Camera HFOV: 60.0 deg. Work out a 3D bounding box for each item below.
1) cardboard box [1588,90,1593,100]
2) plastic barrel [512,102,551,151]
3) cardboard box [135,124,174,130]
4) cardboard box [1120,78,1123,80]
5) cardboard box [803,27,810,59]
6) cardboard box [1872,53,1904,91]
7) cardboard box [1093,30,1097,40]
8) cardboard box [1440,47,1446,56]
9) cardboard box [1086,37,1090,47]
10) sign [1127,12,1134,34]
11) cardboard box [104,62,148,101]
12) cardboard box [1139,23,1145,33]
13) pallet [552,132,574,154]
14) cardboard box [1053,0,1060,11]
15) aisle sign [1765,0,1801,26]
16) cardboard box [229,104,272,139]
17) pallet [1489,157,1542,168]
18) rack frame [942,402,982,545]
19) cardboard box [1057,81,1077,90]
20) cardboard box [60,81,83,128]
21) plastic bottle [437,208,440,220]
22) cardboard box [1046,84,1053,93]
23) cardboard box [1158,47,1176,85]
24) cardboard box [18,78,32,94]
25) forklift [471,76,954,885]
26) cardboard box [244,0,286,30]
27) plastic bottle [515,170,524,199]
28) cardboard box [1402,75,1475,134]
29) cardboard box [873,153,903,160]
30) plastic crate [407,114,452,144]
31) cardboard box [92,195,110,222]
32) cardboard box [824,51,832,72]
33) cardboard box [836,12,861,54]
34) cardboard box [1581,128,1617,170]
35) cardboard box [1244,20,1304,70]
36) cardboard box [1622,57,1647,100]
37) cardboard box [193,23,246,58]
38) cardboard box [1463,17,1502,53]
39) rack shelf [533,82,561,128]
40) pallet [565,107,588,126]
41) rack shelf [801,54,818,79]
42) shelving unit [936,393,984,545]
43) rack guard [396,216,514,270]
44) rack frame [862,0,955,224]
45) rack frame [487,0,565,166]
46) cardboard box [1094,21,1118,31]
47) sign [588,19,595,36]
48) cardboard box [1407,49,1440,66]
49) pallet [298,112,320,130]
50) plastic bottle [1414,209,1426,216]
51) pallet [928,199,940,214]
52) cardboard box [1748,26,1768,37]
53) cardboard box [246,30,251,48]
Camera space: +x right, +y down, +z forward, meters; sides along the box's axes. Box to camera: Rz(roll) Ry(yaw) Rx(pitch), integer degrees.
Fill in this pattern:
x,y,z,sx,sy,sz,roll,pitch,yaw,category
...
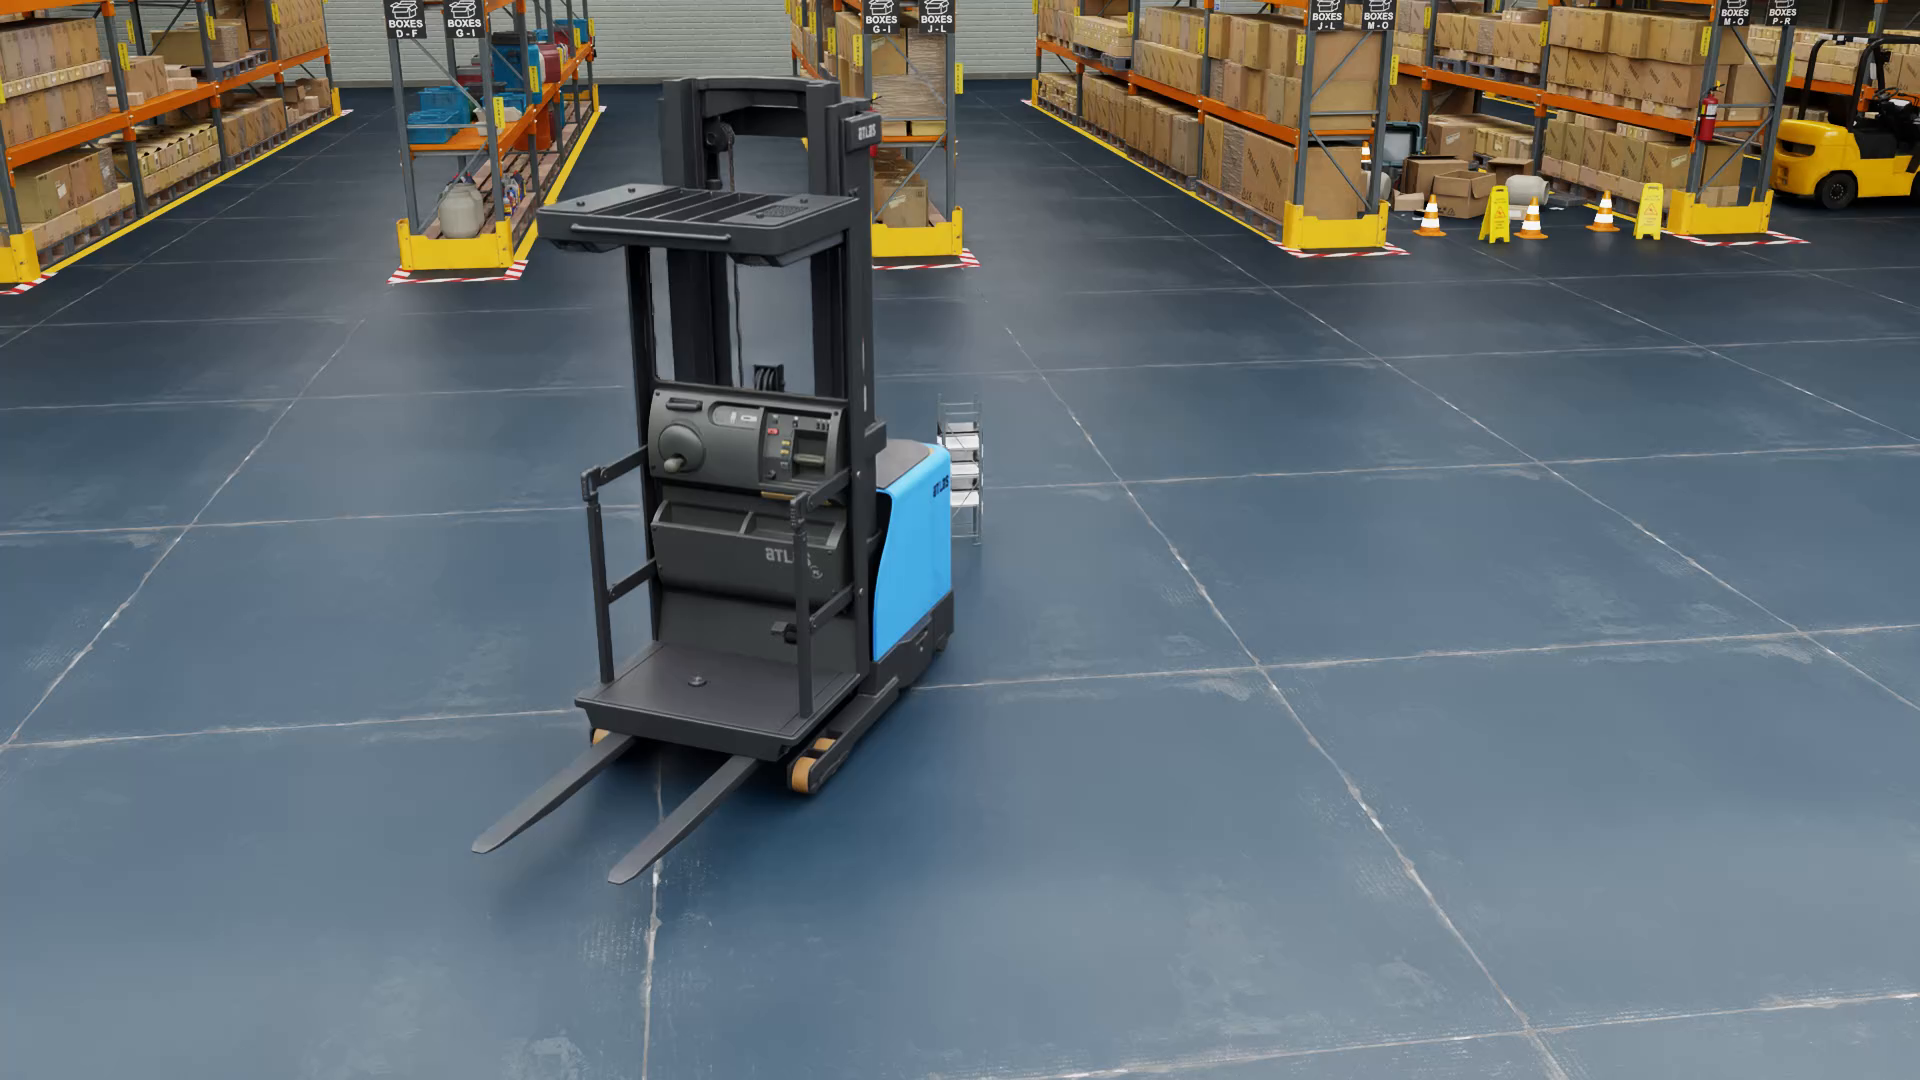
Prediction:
x,y,z,sx,sy,sz,roll,pitch,yaw,category
8.628,-5.937,22.183,0.380,0.149,0.250,-3,21,-8,cardboard box
-6.699,-6.517,25.879,0.600,0.830,0.708,-3,21,-8,plastic barrel
-11.729,-5.895,24.240,0.500,0.311,0.500,-2,21,-6,cardboard box
3.054,-7.971,29.172,0.500,0.250,0.500,-2,21,-5,cardboard box
-2.468,-8.678,29.021,0.500,0.500,0.500,-3,21,-8,cardboard box
13.390,-6.665,23.630,0.500,0.500,0.500,-3,21,-9,cardboard box
2.465,-8.536,28.116,0.380,0.149,0.250,-3,21,-9,cardboard box
7.959,-7.875,26.773,0.380,0.149,0.250,-4,21,-11,cardboard box
2.388,-8.580,28.660,0.380,0.149,0.250,-4,21,-10,cardboard box
2.677,-8.108,26.096,0.100,0.325,0.005,-3,21,-8,sign
-11.108,-6.031,21.933,0.500,0.500,0.500,-1,21,-4,cardboard box
3.187,-8.524,27.660,0.380,0.149,0.250,-2,21,-5,cardboard box
-6.939,-6.554,27.463,1.003,0.211,1.213,-3,21,-8,pallet
2.070,-10.357,31.662,0.500,0.500,0.500,-4,21,-9,cardboard box
9.565,-6.360,19.242,0.394,0.787,0.004,-3,21,-8,aisle sign
-11.601,-6.838,27.181,0.500,0.500,0.500,-3,21,-7,cardboard box
8.559,-5.496,24.630,1.003,0.211,1.213,-3,21,-8,pallet
0.014,-0.389,9.972,0.240,0.900,0.006,-3,21,-8,rack frame
2.066,-8.716,31.889,0.380,0.149,0.250,-4,21,-10,cardboard box
-10.716,-5.072,19.366,0.700,0.500,0.500,-3,21,-7,cardboard box
-6.157,-3.907,19.761,0.097,0.201,0.097,0,20,0,plastic bottle
1.917,-8.937,32.906,0.380,0.149,0.250,-2,21,-6,cardboard box
3.228,-6.988,24.496,0.500,0.500,0.500,-3,21,-8,cardboard box
-10.313,-4.912,18.012,0.380,0.149,0.250,-3,21,-9,cardboard box
-1.030,-0.426,7.167,1.130,2.935,3.031,8,22,19,forklift
-11.880,-8.997,28.446,0.500,0.500,0.500,-2,21,-6,cardboard box
-5.657,-4.540,21.242,0.144,0.351,0.185,-3,21,-9,plastic bottle
8.079,-7.363,28.078,0.875,0.875,0.875,-3,21,-8,cardboard box
-1.026,-4.720,21.540,0.500,0.500,0.500,4,21,9,cardboard box
-5.827,-4.487,18.155,0.499,0.251,0.616,-3,21,-8,plastic crate
-10.505,-3.948,19.829,0.500,0.250,0.500,-3,21,-8,cardboard box
-1.696,-6.953,24.158,0.500,0.250,0.500,-4,21,-9,cardboard box
-1.320,-6.519,21.386,0.500,0.500,0.500,-3,21,-8,cardboard box
8.653,-5.211,22.138,0.500,0.500,0.500,-2,21,-5,cardboard box
4.029,-6.133,20.593,0.875,0.550,0.500,-3,21,-8,cardboard box
8.762,-5.855,21.038,0.500,0.500,0.500,-3,21,-8,cardboard box
-11.775,-7.940,26.444,0.700,0.500,0.500,-8,22,-21,cardboard box
8.097,-7.770,25.564,0.500,0.500,0.500,-3,21,-7,cardboard box
-6.323,-6.139,23.393,1.077,0.370,4.000,-3,21,-8,rack shelf
-7.512,-7.923,31.127,1.003,0.211,1.213,-3,21,-8,pallet
-1.999,-7.774,27.770,1.077,0.370,4.000,-3,21,-8,rack shelf
-0.001,-0.424,10.066,0.258,0.900,0.210,-3,21,-8,shelving unit
-5.516,-3.251,18.207,1.175,0.500,0.348,-3,21,-8,rack guard
-0.557,-4.648,18.374,1.000,3.000,0.127,-3,21,-8,rack frame
-6.612,-7.168,25.121,1.000,3.000,0.127,-3,21,-8,rack frame
2.467,-8.675,28.066,0.380,0.149,0.250,-2,21,-6,cardboard box
-7.223,-10.048,32.598,0.100,0.325,0.005,-3,21,-8,sign
7.766,-8.010,27.588,0.500,0.250,0.500,-4,21,-10,cardboard box
-12.367,-7.659,30.422,1.003,0.211,1.213,-3,21,-8,pallet
5.943,-4.216,21.416,0.133,0.061,0.283,-11,23,-26,plastic bottle
-0.823,-4.073,20.819,1.003,0.211,1.213,-3,21,-8,pallet
12.864,-8.215,26.854,0.380,0.149,0.250,-2,21,-6,cardboard box
-12.416,-8.512,28.575,0.500,0.500,0.500,-3,21,-7,cardboard box
